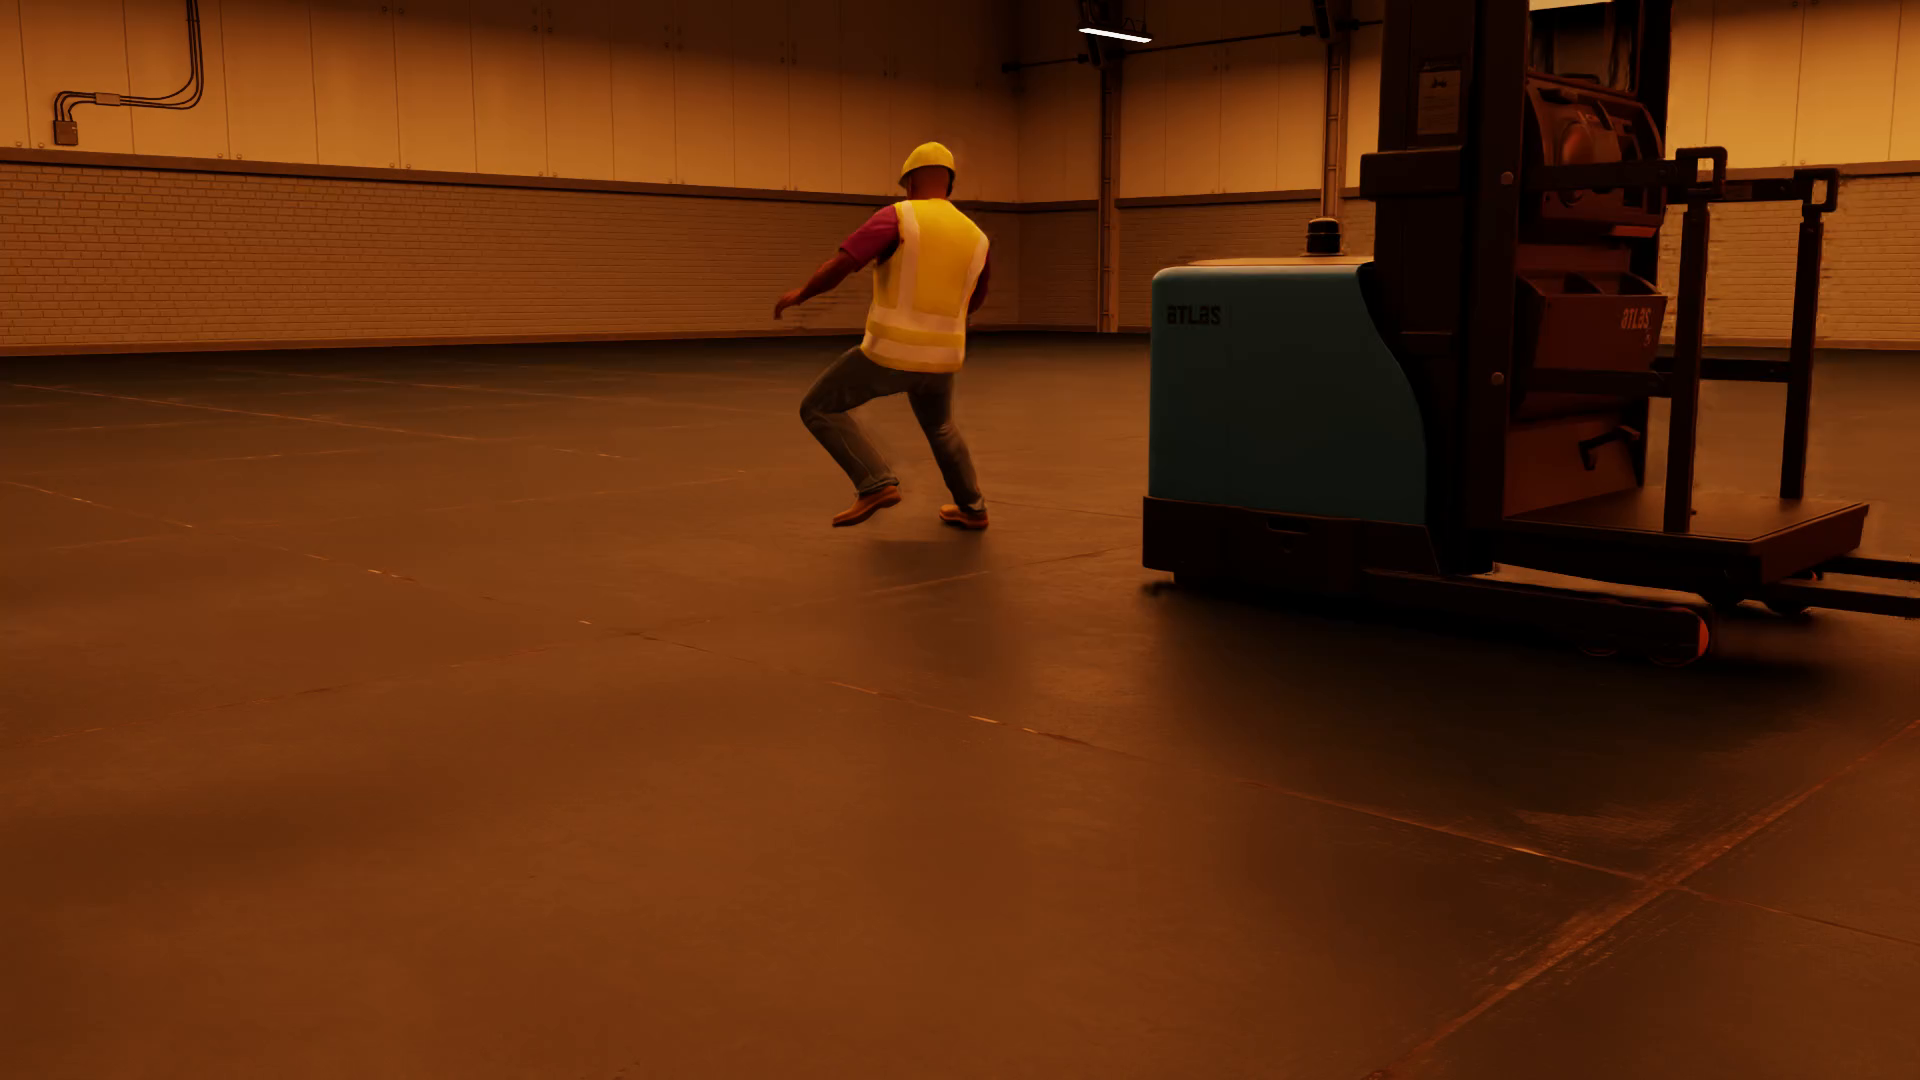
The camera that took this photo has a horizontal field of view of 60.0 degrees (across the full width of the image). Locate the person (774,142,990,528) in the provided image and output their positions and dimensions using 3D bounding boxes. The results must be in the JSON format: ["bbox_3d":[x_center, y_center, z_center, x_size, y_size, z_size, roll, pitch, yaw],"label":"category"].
[{"bbox_3d":[-0.275,-0.809,6.791,0.933,1.585,0.763,-6,10,-33],"label":"person"}]

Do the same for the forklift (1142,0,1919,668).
[{"bbox_3d":[2.047,-1.194,4.806,3.031,2.935,1.130,8,12,42],"label":"forklift"}]
